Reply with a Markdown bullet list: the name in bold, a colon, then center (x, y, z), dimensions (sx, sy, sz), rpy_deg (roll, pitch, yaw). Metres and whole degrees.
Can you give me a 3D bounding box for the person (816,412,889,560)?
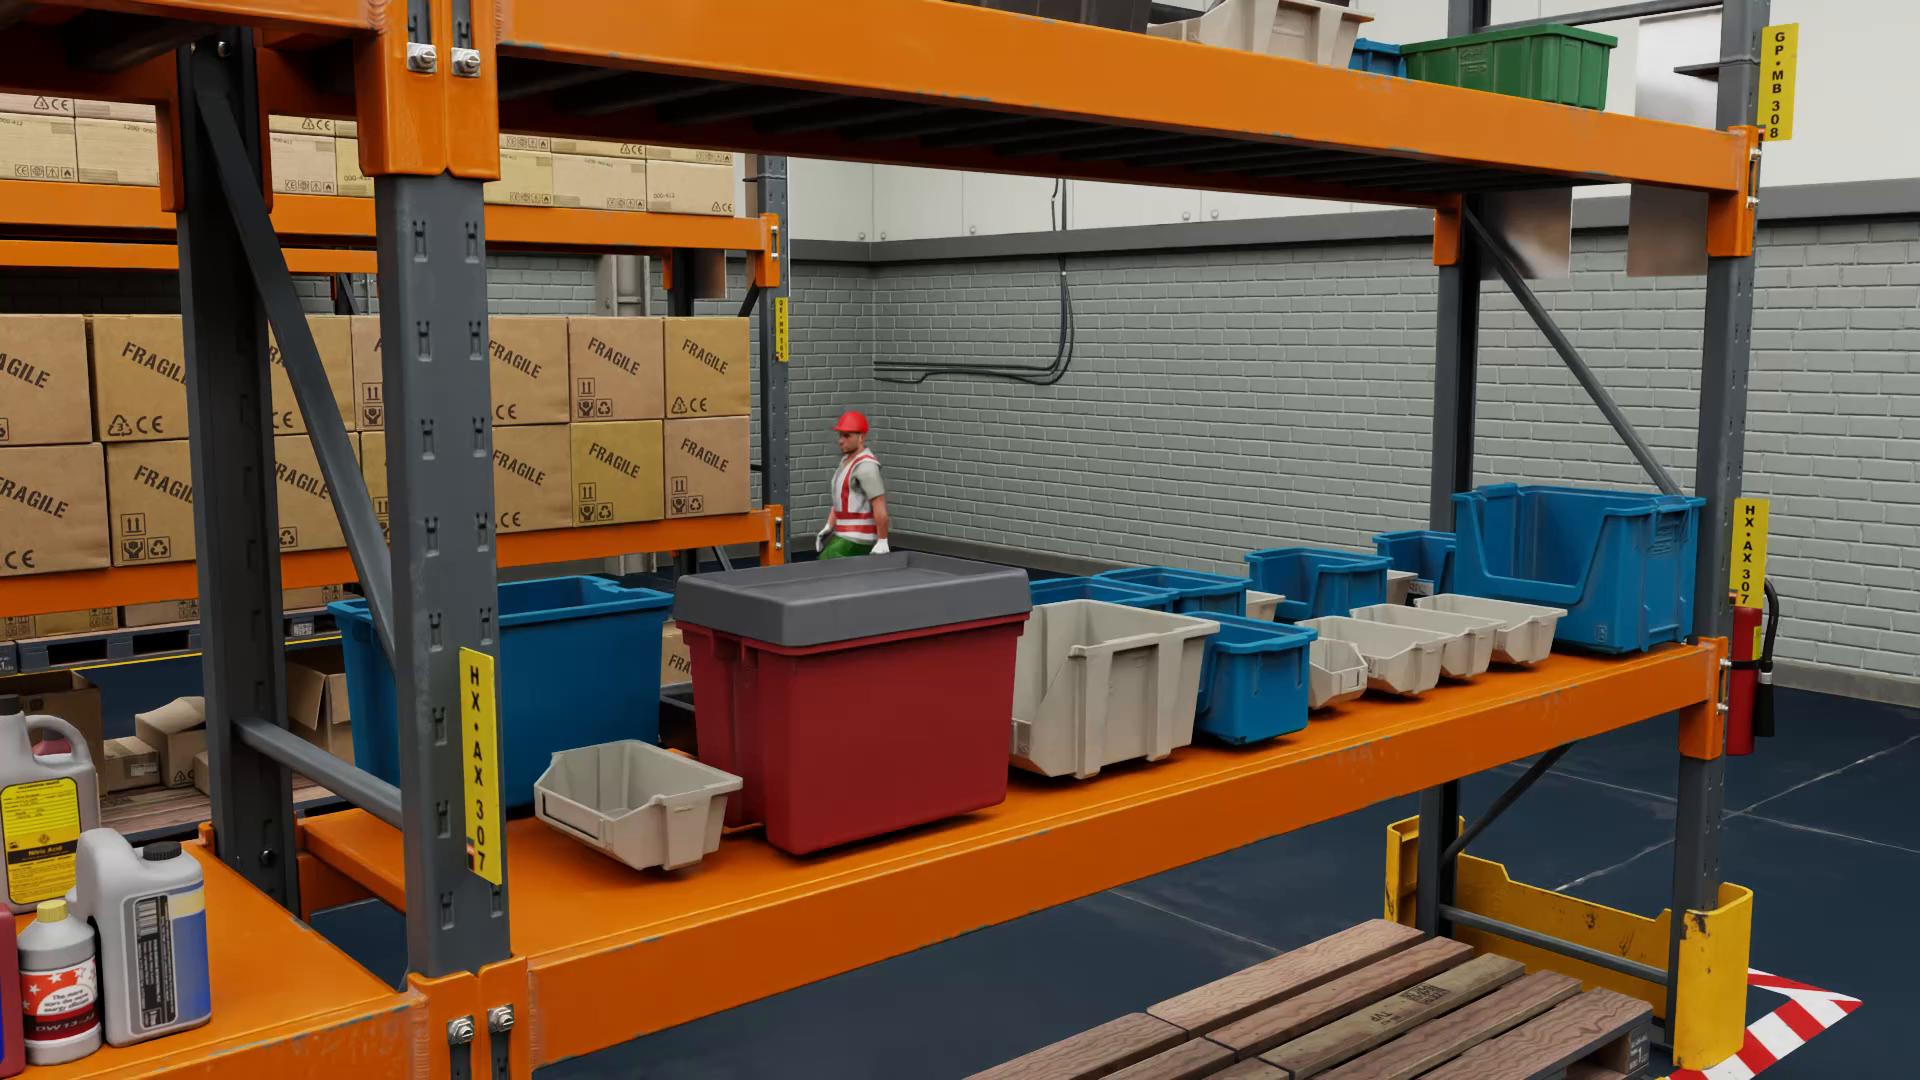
- **person**: center (-0.752, -0.065, 11.415), dimensions (0.867, 1.634, 0.507), rpy_deg (-1, 7, -10)
